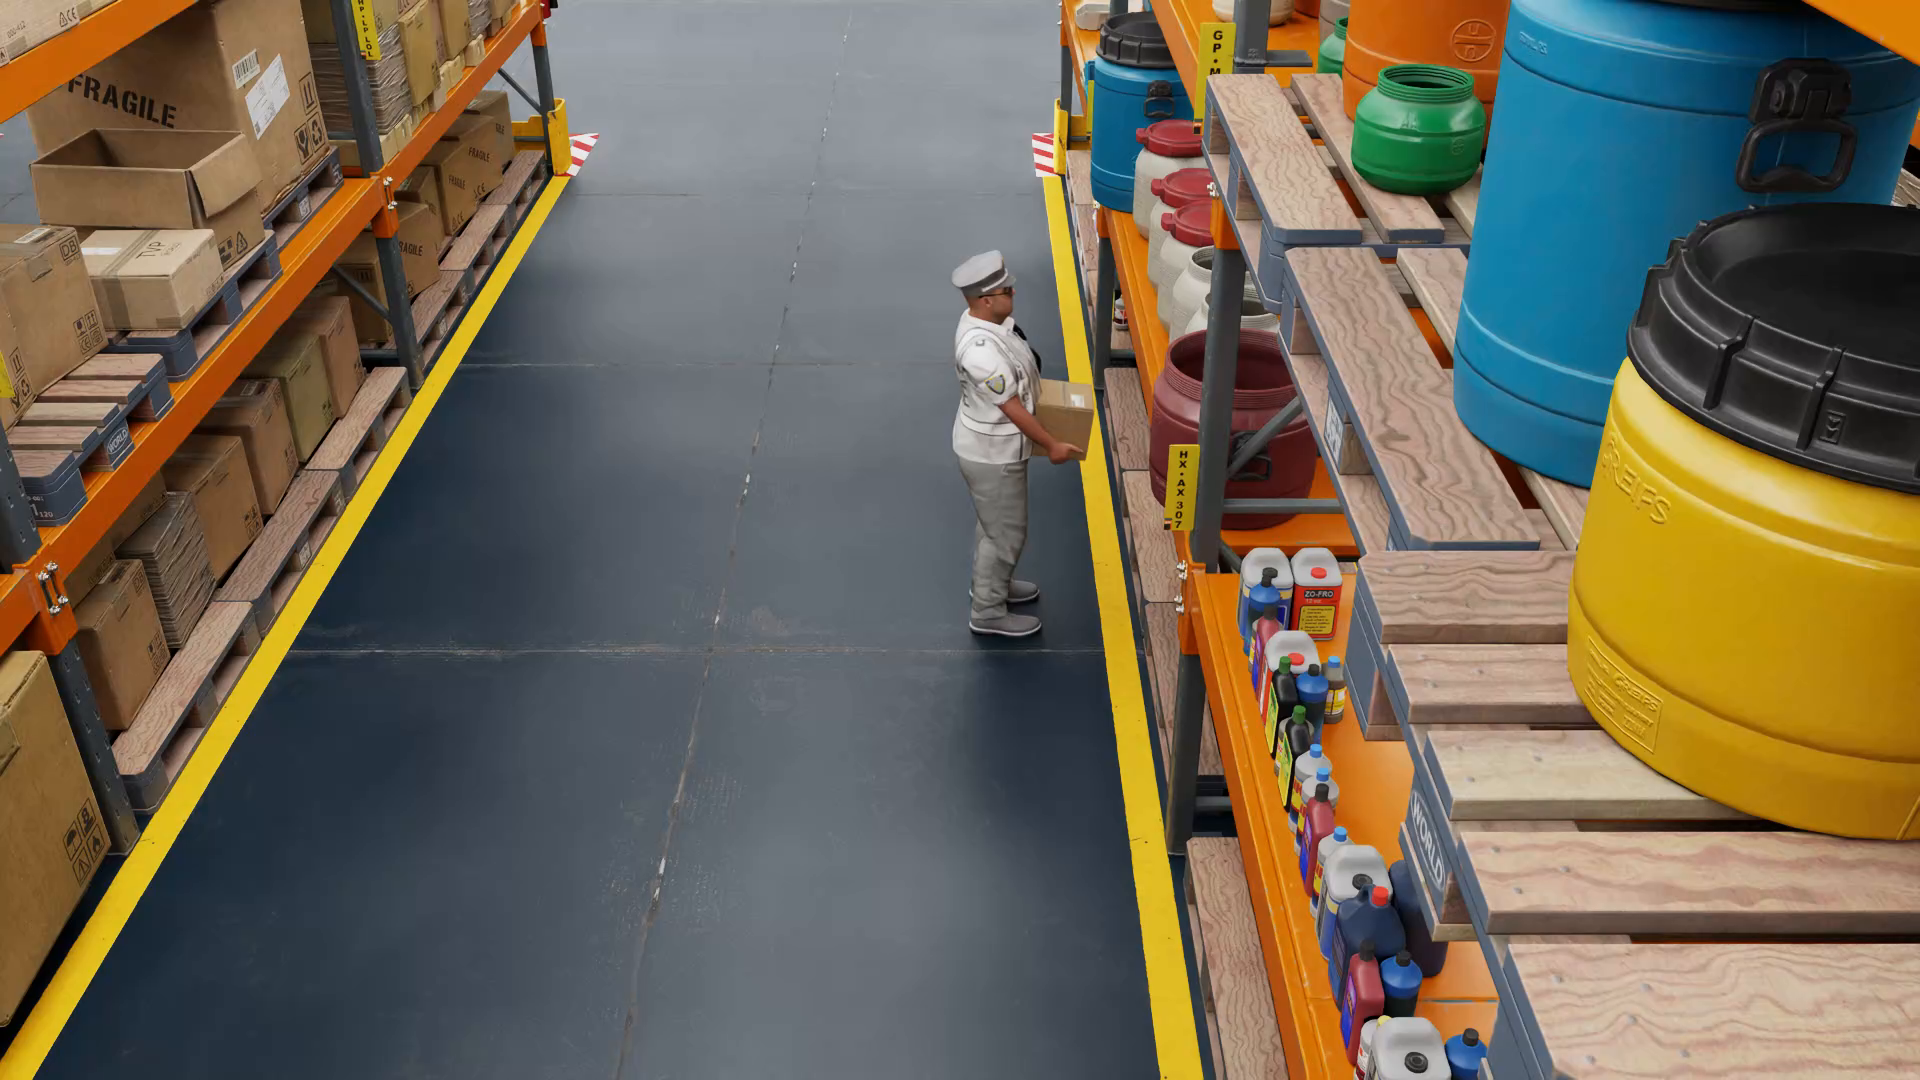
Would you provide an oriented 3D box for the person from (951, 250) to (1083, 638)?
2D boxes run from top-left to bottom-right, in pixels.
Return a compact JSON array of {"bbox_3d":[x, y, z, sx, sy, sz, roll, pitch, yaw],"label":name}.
[{"bbox_3d":[0.248,-0.422,7.306,0.567,1.766,0.494,0,31,1],"label":"person"}]
